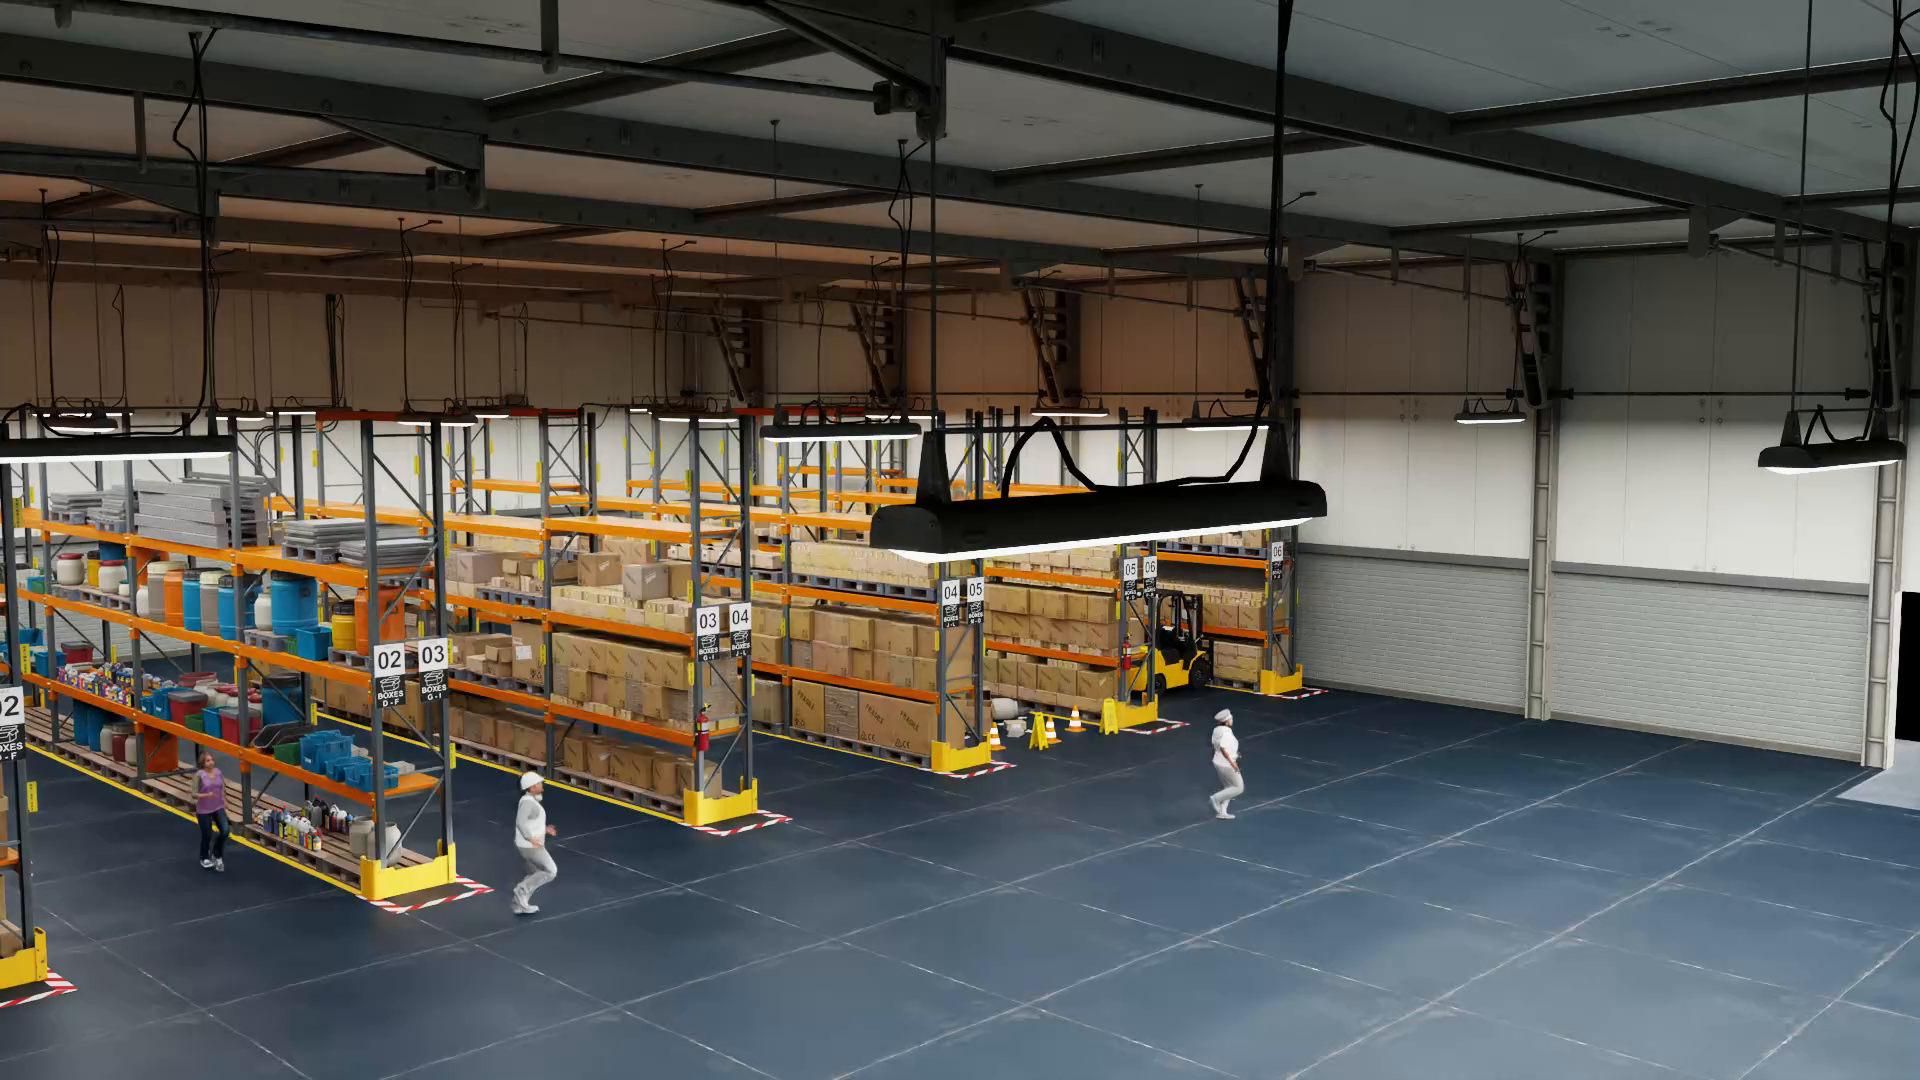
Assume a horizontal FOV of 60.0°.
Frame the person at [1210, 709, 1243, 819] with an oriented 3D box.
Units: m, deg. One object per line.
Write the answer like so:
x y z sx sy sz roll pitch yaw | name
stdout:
3.947 3.327 24.673 0.559 1.657 0.575 -1 5 -15 | person

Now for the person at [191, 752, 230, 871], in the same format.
-9.872 3.594 21.953 0.625 1.604 0.515 5 7 43 | person

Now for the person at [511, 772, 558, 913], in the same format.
-5.199 3.680 20.290 0.585 1.708 0.605 -2 5 -17 | person

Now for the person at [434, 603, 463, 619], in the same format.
-12.310 1.906 40.256 0.819 1.800 0.706 -4 7 -40 | person
